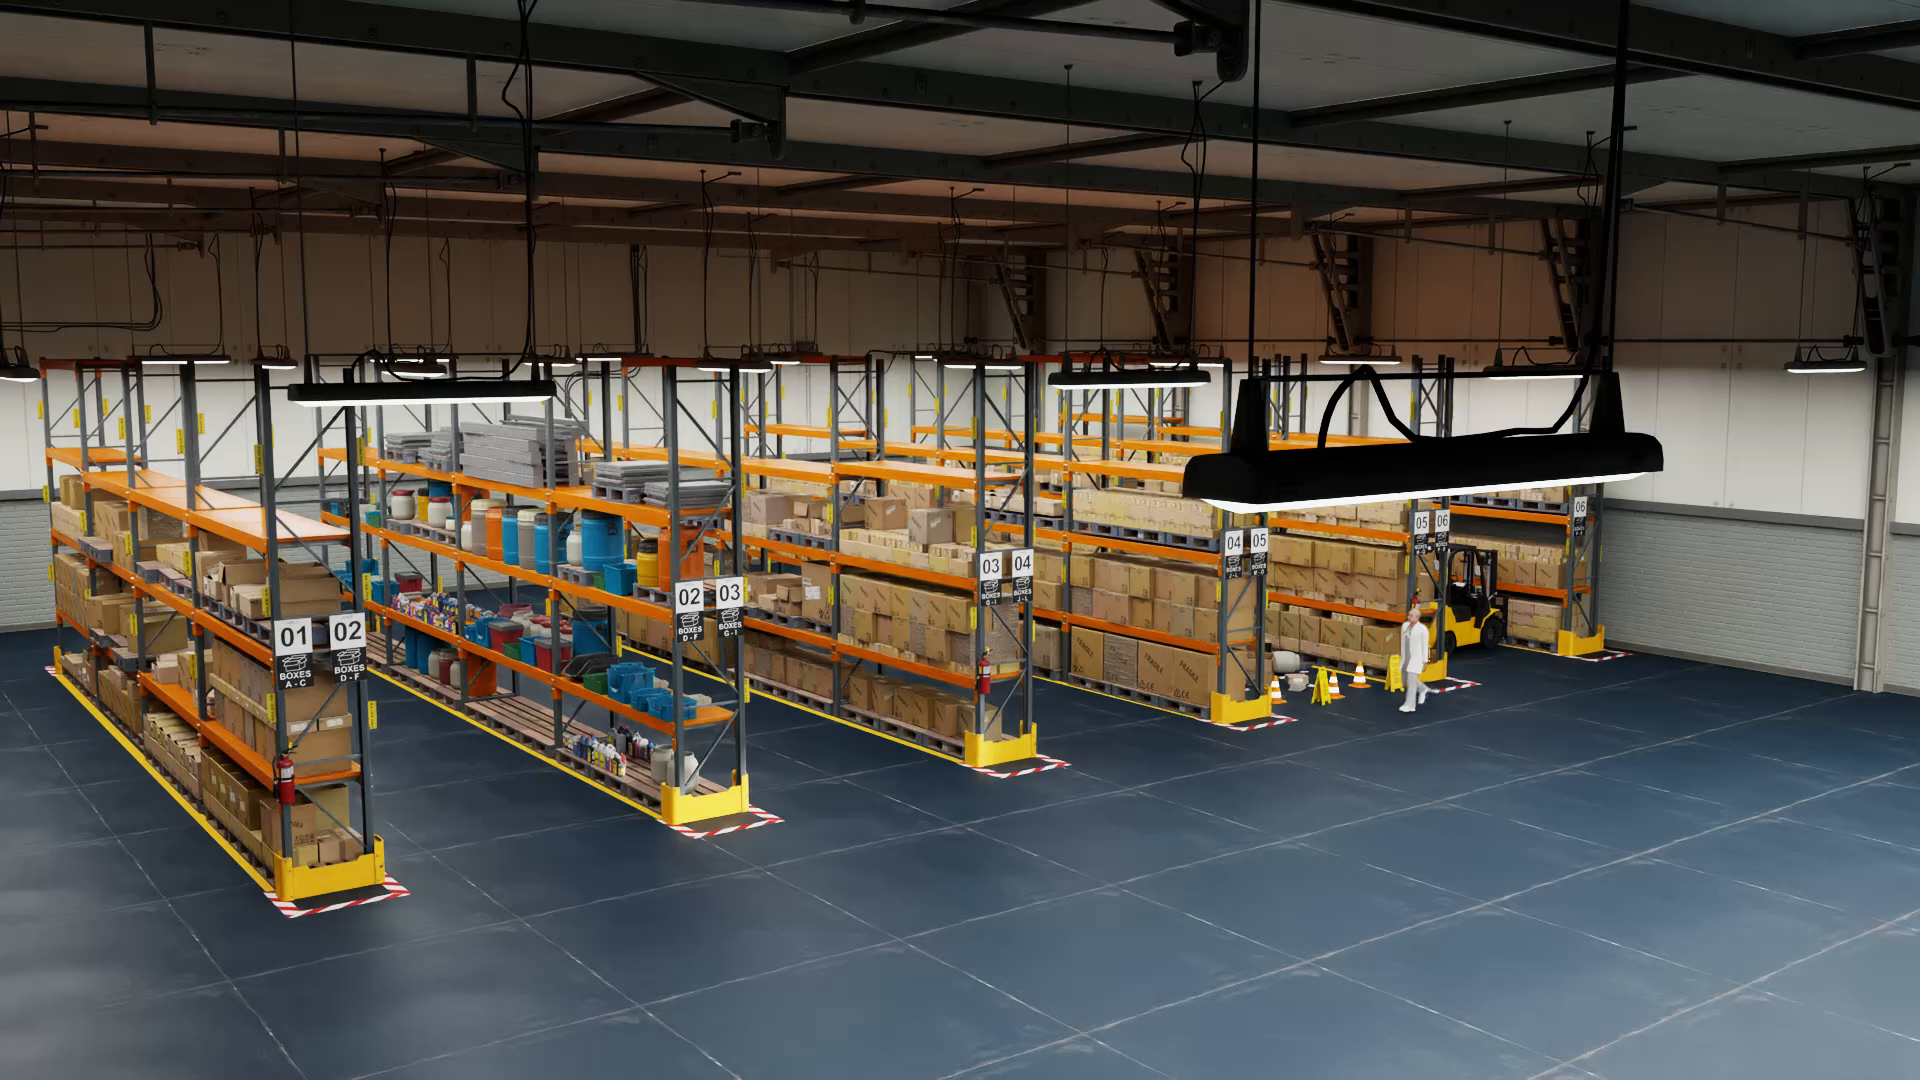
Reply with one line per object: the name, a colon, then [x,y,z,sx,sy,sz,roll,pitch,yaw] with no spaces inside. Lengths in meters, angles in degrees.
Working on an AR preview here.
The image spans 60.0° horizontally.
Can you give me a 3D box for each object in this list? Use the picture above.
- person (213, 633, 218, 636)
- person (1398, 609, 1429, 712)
person: [-13.960,1.724,31.522,0.474,1.669,0.473,2,7,14]
person: [7.805,2.032,28.492,0.839,1.758,0.593,-4,8,-32]
